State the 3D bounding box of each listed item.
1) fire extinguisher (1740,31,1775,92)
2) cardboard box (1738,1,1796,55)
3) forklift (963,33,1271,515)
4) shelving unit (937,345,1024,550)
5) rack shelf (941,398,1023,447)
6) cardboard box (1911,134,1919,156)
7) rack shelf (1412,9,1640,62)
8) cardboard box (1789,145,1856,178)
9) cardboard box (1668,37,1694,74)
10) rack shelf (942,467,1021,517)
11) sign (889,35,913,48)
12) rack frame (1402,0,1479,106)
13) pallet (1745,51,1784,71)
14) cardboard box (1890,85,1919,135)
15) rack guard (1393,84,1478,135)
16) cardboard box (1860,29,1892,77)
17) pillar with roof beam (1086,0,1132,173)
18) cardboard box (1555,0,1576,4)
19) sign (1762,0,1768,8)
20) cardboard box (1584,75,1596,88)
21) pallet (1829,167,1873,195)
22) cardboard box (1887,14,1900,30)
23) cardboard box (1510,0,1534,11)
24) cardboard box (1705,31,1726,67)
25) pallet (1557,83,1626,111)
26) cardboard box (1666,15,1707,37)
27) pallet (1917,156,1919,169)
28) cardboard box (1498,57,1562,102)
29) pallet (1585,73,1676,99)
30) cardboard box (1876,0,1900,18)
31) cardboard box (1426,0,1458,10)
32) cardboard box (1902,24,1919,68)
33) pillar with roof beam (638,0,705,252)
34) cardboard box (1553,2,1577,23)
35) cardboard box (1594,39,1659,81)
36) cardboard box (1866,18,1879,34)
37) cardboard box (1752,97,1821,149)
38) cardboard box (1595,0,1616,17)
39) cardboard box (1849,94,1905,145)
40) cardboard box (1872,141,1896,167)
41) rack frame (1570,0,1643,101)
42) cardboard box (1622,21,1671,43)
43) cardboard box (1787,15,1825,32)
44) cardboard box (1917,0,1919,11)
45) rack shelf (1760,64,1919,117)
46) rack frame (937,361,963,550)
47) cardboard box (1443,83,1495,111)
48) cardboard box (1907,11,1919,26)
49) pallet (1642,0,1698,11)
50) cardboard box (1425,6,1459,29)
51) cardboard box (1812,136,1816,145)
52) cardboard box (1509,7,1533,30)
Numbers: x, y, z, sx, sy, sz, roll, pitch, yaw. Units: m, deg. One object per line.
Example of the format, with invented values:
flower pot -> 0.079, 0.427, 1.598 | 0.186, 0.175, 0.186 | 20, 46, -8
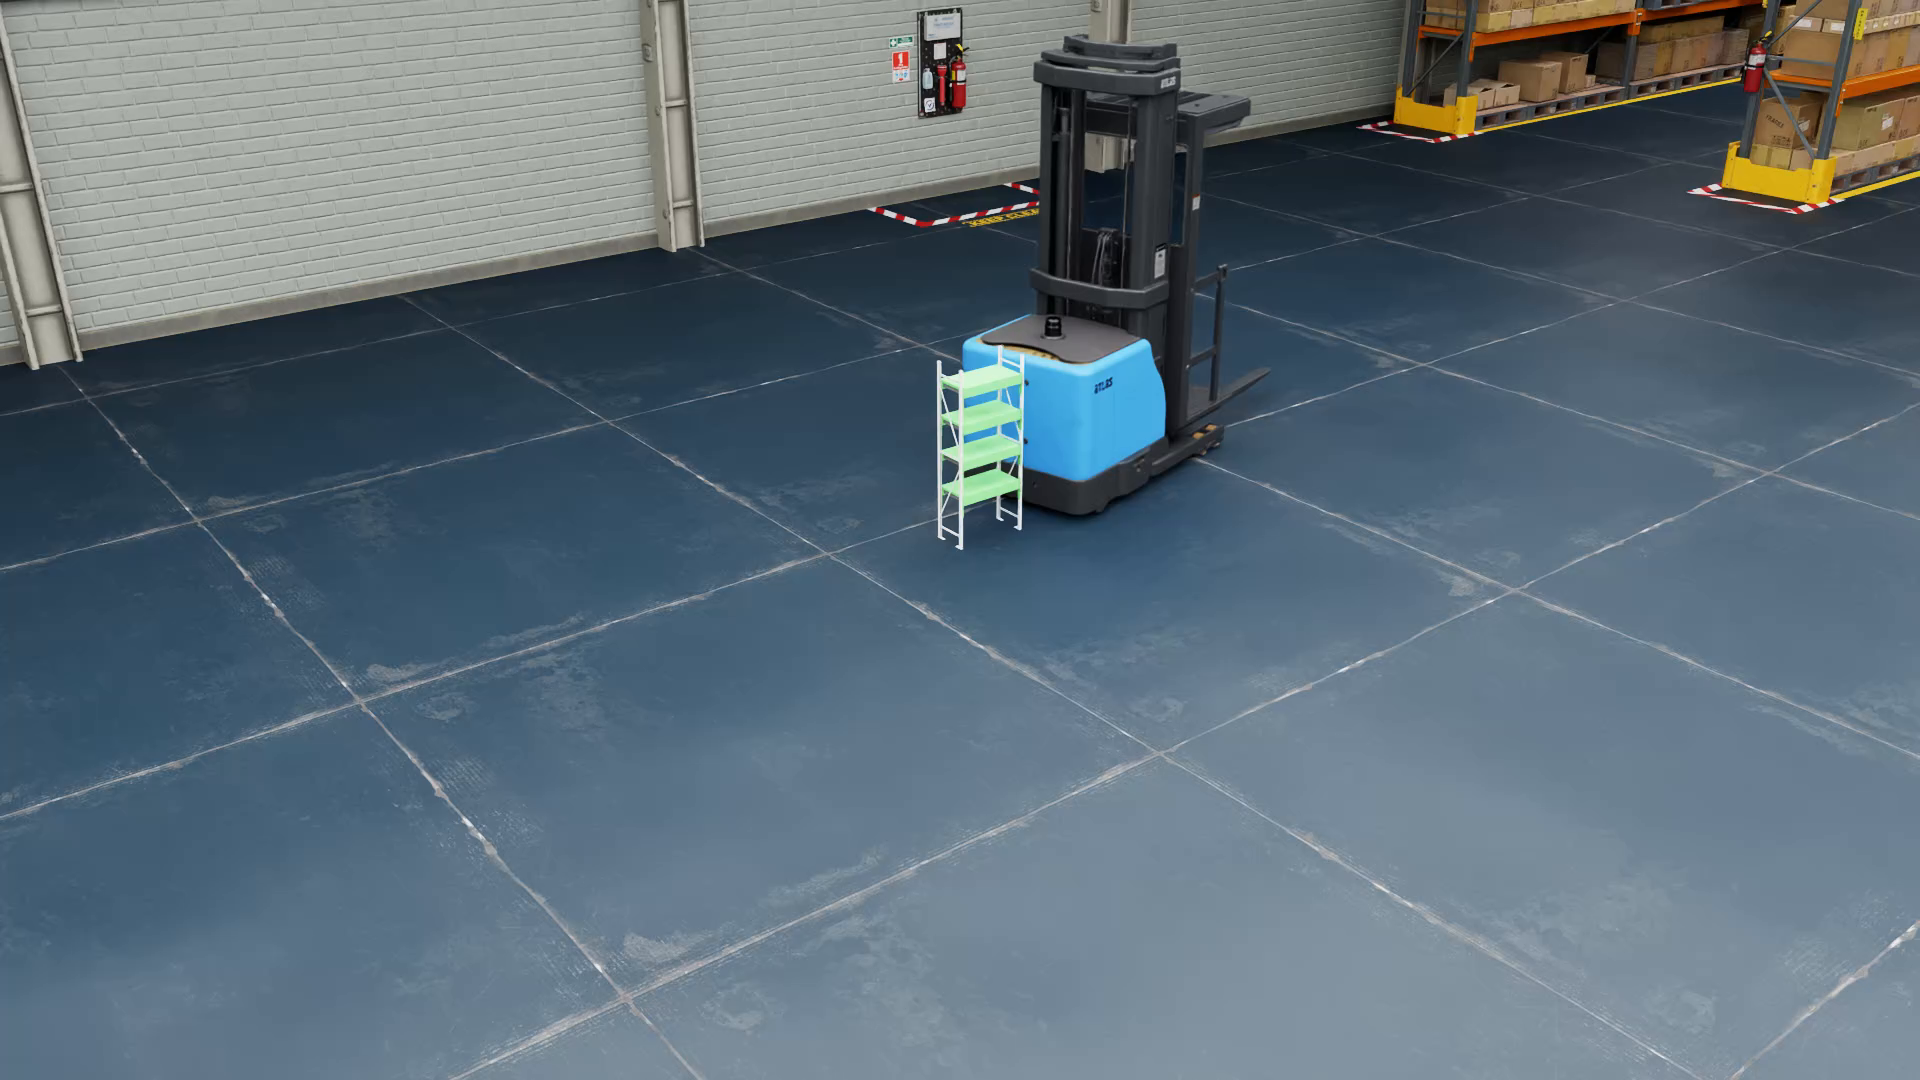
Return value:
fire extinguisher -> 9.194, -5.528, 19.190 | 0.183, 0.674, 0.296 | -18, 31, -34
cardboard box -> 13.469, -8.521, 27.602 | 0.750, 0.750, 0.750 | -19, 31, -35
forklift -> 1.286, -2.053, 11.693 | 1.130, 2.935, 3.031 | 17, 30, 33
shelving unit -> 0.130, -0.587, 10.590 | 0.503, 1.200, 0.258 | -18, 31, -34
rack shelf -> 0.130, -0.747, 10.516 | 0.480, 0.148, 0.258 | -18, 31, -34
cardboard box -> 11.708, -4.968, 20.659 | 0.500, 0.250, 0.500 | -18, 31, -34
rack shelf -> 8.088, -7.273, 23.713 | 4.000, 0.370, 1.077 | -18, 31, -34
cardboard box -> 10.133, -4.449, 19.540 | 0.500, 0.250, 0.500 | -18, 31, -34
cardboard box -> 11.033, -7.651, 26.120 | 0.500, 0.500, 0.700 | -18, 30, -33
rack shelf -> 0.130, -0.312, 10.718 | 0.480, 0.148, 0.258 | -18, 31, -34
sign -> -0.648, -5.506, 18.378 | 0.331, 0.109, 0.001 | -18, 31, -34
rack frame -> 6.514, -7.080, 22.442 | 0.127, 3.000, 1.000 | -18, 31, -34
pallet -> 13.477, -8.073, 27.894 | 1.213, 0.211, 1.003 | -18, 31, -34
cardboard box -> 11.700, -5.312, 20.510 | 0.500, 0.500, 0.500 | -18, 31, -34
rack guard -> 6.574, -5.966, 23.011 | 0.348, 0.500, 1.175 | -18, 31, -34
cardboard box -> 10.360, -5.740, 19.437 | 0.500, 0.500, 0.700 | -17, 30, -33
pillar with roof beam -> 4.466, -7.285, 15.757 | 0.400, 9.000, 9.100 | -18, 31, -34
cardboard box -> 8.280, -7.781, 23.216 | 0.500, 0.500, 0.500 | -17, 30, -32
sign -> 9.250, -6.256, 19.010 | 0.005, 0.325, 0.100 | -18, 31, -34
cardboard box -> 9.260, -6.884, 24.864 | 0.380, 0.166, 0.250 | 22, 33, 39
pallet -> 10.150, -4.388, 19.953 | 1.213, 0.211, 1.003 | -18, 31, -34
cardboard box -> 10.619, -6.009, 19.244 | 0.250, 0.149, 0.380 | -19, 31, -35
cardboard box -> 7.471, -7.511, 22.634 | 0.500, 0.500, 0.500 | -18, 30, -34
cardboard box -> 11.798, -7.924, 26.708 | 0.500, 0.500, 0.700 | -18, 31, -34
pallet -> 9.155, -6.668, 24.867 | 1.213, 0.211, 1.003 | -18, 31, -34
cardboard box -> 11.386, -8.097, 26.189 | 0.500, 0.250, 0.500 | -18, 31, -34
pallet -> 12.070, -5.021, 21.319 | 1.213, 0.211, 1.003 | -18, 31, -34
cardboard box -> 8.171, -6.618, 23.893 | 0.500, 0.500, 0.700 | -21, 32, -37
pallet -> 10.274, -7.057, 25.705 | 1.213, 0.211, 1.003 | -18, 31, -34
cardboard box -> 10.402, -6.343, 19.194 | 0.500, 0.500, 0.700 | -19, 31, -35
cardboard box -> 6.754, -7.554, 22.727 | 0.500, 0.500, 0.500 | -19, 31, -35
cardboard box -> 11.166, -6.005, 20.008 | 0.500, 0.500, 0.700 | -17, 30, -33
pillar with roof beam -> -0.255, -5.726, 12.399 | 0.400, 9.000, 9.100 | -18, 31, -34
cardboard box -> 8.298, -7.443, 23.379 | 0.500, 0.250, 0.500 | -18, 30, -34
cardboard box -> 10.231, -7.381, 25.538 | 0.500, 0.500, 0.700 | -17, 30, -32
cardboard box -> 10.222, -5.880, 18.966 | 0.250, 0.149, 0.380 | -19, 31, -35
cardboard box -> 9.812, -4.961, 19.753 | 0.500, 0.500, 0.500 | -18, 31, -34
cardboard box -> 9.079, -7.710, 23.954 | 0.500, 0.250, 0.500 | -18, 30, -34
cardboard box -> 10.911, -5.054, 19.952 | 0.500, 0.500, 0.500 | -18, 31, -34
cardboard box -> 10.918, -4.710, 20.102 | 0.500, 0.250, 0.500 | -18, 31, -34
rack frame -> 9.662, -8.119, 24.681 | 0.127, 3.000, 1.000 | -18, 31, -34
cardboard box -> 10.576, -7.837, 25.629 | 0.500, 0.250, 0.500 | -19, 31, -35
cardboard box -> 9.757, -5.942, 19.100 | 0.250, 0.149, 0.380 | -19, 31, -35
cardboard box -> 11.192, -6.604, 19.757 | 0.500, 0.500, 0.700 | -18, 31, -34
rack shelf -> 11.148, -5.633, 20.179 | 4.000, 0.370, 1.077 | -18, 31, -34
rack frame -> -0.062, -0.524, 10.453 | 0.015, 1.200, 0.240 | -18, 31, -34
cardboard box -> 7.114, -6.210, 23.238 | 0.500, 0.311, 0.500 | -23, 33, -40
cardboard box -> 11.028, -6.145, 19.539 | 0.250, 0.149, 0.380 | -19, 31, -35
pallet -> 10.353, -8.182, 25.045 | 1.213, 0.211, 1.003 | -18, 31, -34
cardboard box -> 6.763, -7.207, 22.869 | 0.500, 0.250, 0.500 | -18, 30, -33
cardboard box -> 10.200, -4.754, 20.198 | 0.500, 0.250, 0.500 | -18, 31, -34
cardboard box -> 7.494, -7.182, 22.817 | 0.500, 0.250, 0.500 | -19, 31, -36
